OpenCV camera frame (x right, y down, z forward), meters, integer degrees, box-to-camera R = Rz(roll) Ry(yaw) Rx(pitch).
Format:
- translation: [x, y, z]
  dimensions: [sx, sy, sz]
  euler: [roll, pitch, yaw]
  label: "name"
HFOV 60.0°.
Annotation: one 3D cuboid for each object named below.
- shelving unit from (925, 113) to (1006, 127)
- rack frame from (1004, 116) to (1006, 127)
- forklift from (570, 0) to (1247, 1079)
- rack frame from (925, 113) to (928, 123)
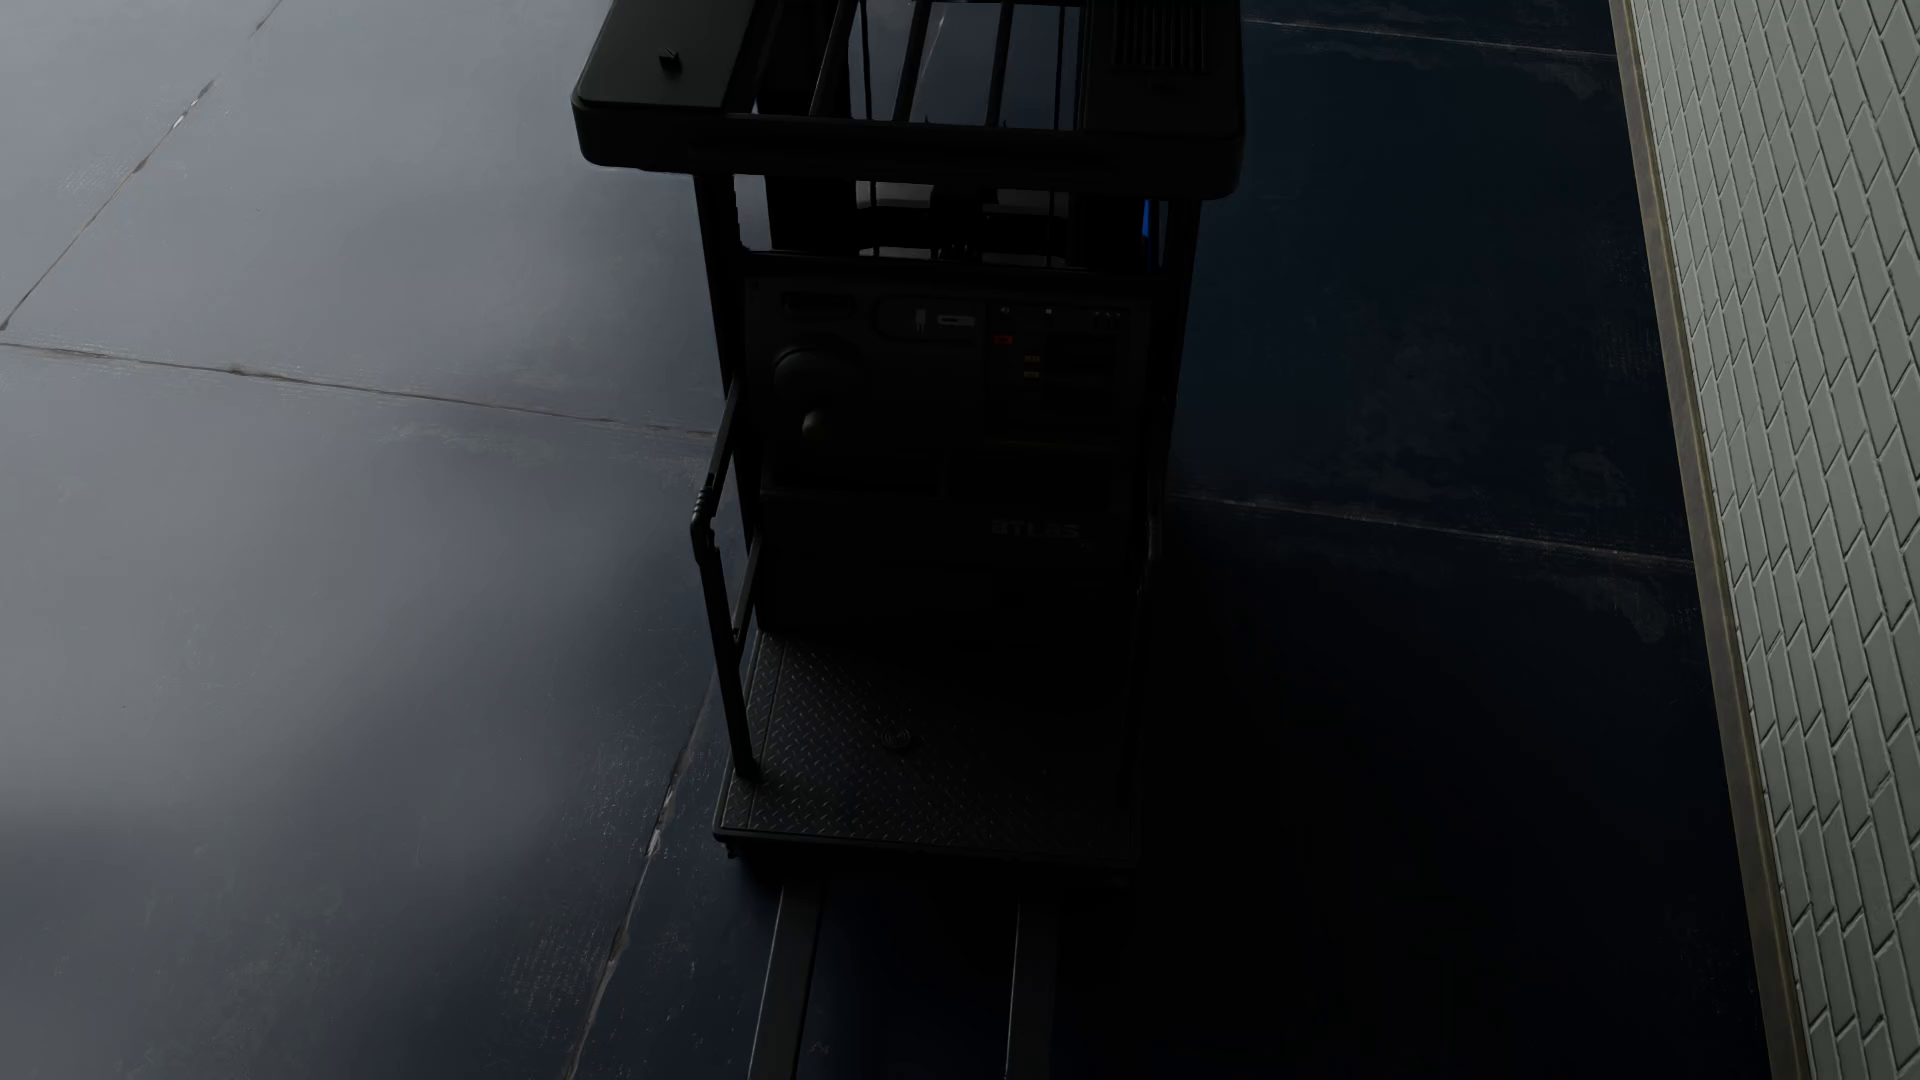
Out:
- translation: [0.011, -0.895, 5.486]
  dimensions: [0.252, 1.050, 0.215]
  euler: [3, 48, 3]
  label: "shelving unit"
- translation: [0.133, -0.888, 5.480]
  dimensions: [0.008, 1.050, 0.200]
  euler: [3, 48, 3]
  label: "rack frame"
- translation: [-0.051, -0.307, 3.693]
  dimensions: [1.130, 2.935, 3.031]
  euler: [4, 48, 4]
  label: "forklift"
- translation: [-0.111, -0.902, 5.493]
  dimensions: [0.008, 1.050, 0.200]
  euler: [3, 48, 3]
  label: "rack frame"
